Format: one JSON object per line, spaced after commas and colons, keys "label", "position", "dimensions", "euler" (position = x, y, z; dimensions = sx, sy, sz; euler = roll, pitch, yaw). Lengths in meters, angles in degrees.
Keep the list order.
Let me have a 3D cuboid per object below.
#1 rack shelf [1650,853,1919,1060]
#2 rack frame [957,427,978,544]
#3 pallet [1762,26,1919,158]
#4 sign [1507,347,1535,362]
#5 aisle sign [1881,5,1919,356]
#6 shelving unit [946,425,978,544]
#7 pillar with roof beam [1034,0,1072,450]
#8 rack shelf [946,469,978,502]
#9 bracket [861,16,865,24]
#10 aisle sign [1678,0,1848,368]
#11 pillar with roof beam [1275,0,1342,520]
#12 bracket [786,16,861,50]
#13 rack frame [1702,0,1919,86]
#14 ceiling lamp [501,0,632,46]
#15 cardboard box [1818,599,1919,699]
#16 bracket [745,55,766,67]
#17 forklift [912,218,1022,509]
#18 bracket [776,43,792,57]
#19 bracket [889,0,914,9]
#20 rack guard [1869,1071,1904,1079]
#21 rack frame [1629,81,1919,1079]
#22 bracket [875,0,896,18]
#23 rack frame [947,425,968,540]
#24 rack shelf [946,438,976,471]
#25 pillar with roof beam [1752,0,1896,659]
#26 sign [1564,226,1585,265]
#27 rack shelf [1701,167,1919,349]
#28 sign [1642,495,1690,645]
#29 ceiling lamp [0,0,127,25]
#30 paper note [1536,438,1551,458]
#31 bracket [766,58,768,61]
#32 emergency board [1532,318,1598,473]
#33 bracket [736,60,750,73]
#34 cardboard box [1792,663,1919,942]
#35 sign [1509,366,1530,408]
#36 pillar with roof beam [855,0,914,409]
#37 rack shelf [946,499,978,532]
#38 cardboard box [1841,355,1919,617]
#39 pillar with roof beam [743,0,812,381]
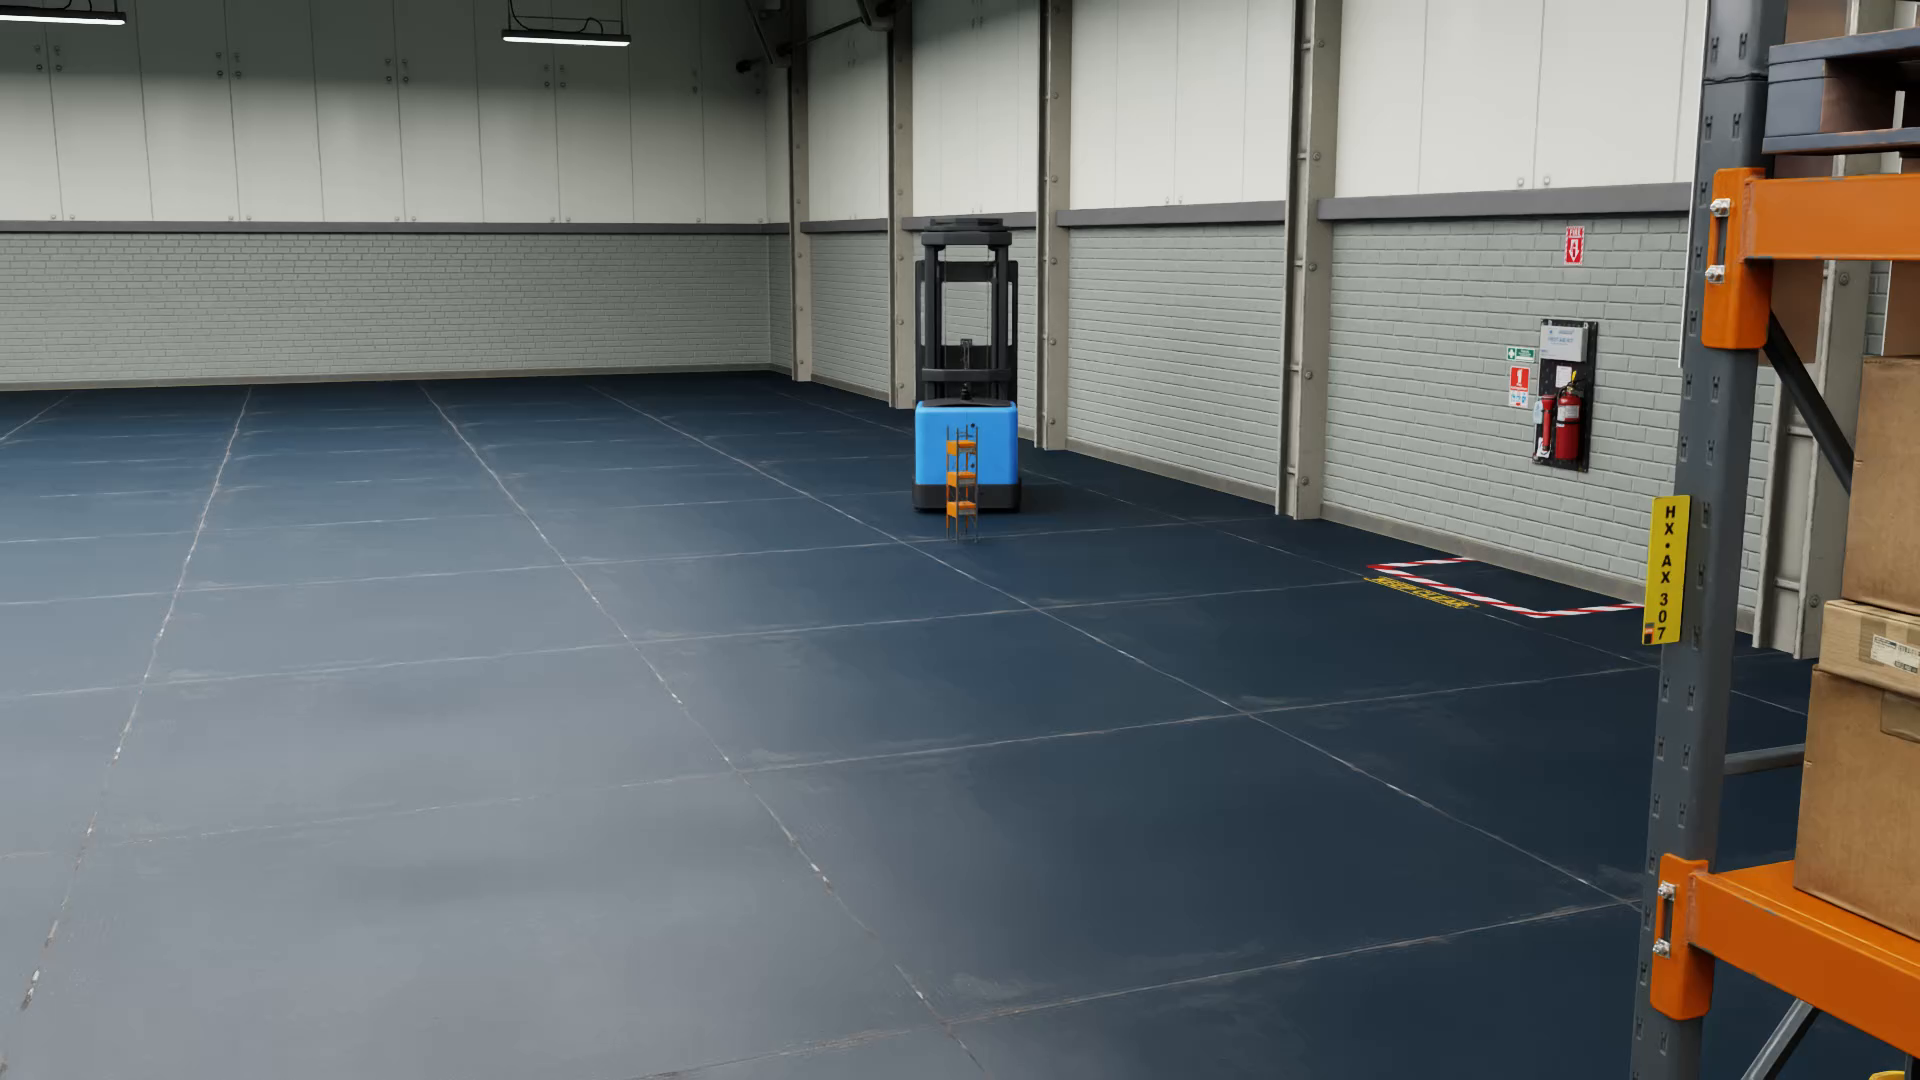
{"label": "rack shelf", "position": [2.780, 1.178, 2.119], "dimensions": [1.077, 0.370, 4.000], "euler": [-4, 11, -21]}
{"label": "rack frame", "position": [0.064, -0.488, 14.997], "dimensions": [0.200, 1.050, 0.008], "euler": [-4, 11, -21]}
{"label": "pallet", "position": [2.287, -0.819, 2.978], "dimensions": [1.003, 0.211, 1.213], "euler": [-4, 11, -21]}
{"label": "sign", "position": [4.585, -1.518, 13.603], "dimensions": [0.001, 0.109, 0.331], "euler": [-4, 11, -21]}
{"label": "aisle sign", "position": [2.305, -0.812, 3.829], "dimensions": [0.394, 0.787, 0.004], "euler": [-4, 11, -21]}
{"label": "shelving unit", "position": [0.019, -0.508, 15.109], "dimensions": [0.215, 1.050, 0.252], "euler": [-4, 11, -21]}
{"label": "pillar with roof beam", "position": [-2.805, -5.377, 19.785], "dimensions": [9.100, 9.000, 0.400], "euler": [-4, 11, -21]}
{"label": "rack shelf", "position": [0.019, -0.498, 15.111], "dimensions": [0.215, 0.259, 0.240], "euler": [-4, 11, -21]}
{"label": "bracket", "position": [-1.448, -8.447, 26.765], "dimensions": [0.235, 0.232, 0.430], "euler": [-4, 11, -21]}
{"label": "aisle sign", "position": [1.746, -0.774, 3.615], "dimensions": [0.394, 0.787, 0.004], "euler": [-4, 11, -21]}
{"label": "pillar with roof beam", "position": [-0.630, -4.398, 14.279], "dimensions": [9.100, 9.000, 0.400], "euler": [-4, 11, -21]}
{"label": "bracket", "position": [-2.388, -8.871, 29.145], "dimensions": [0.076, 0.066, 4.783], "euler": [-4, 11, -21]}
{"label": "rack frame", "position": [2.055, -2.457, 3.366], "dimensions": [1.000, 3.000, 0.127], "euler": [-4, 11, -21]}
{"label": "ceiling lamp", "position": [-6.364, -9.537, 26.505], "dimensions": [2.000, 3.185, 0.800], "euler": [-4, 11, -21]}
{"label": "cardboard box", "position": [1.996, 0.206, 3.389], "dimensions": [0.380, 0.149, 0.250], "euler": [-4, 11, -21]}
{"label": "bracket", "position": [-4.267, -9.717, 33.904], "dimensions": [0.076, 0.066, 3.189], "euler": [-4, 11, -21]}
{"label": "forklift", "position": [0.068, -1.953, 17.861], "dimensions": [1.130, 2.935, 3.031], "euler": [0, 10, 0]}
{"label": "bracket", "position": [-3.321, -9.291, 31.509], "dimensions": [0.235, 0.232, 0.430], "euler": [-4, 11, -21]}
{"label": "bracket", "position": [-0.213, -7.891, 23.639], "dimensions": [0.076, 0.066, 4.783], "euler": [-4, 11, -21]}
{"label": "rack guard", "position": [2.046, 1.724, 4.132], "dimensions": [1.175, 0.500, 0.348], "euler": [-4, 11, -21]}
{"label": "rack frame", "position": [2.055, 0.497, 3.892], "dimensions": [1.000, 3.000, 0.127], "euler": [-4, 11, -21]}
{"label": "bracket", "position": [-1.147, -8.312, 26.004], "dimensions": [0.235, 0.232, 0.430], "euler": [-4, 11, -21]}
{"label": "rack frame", "position": [-0.025, -0.528, 15.221], "dimensions": [0.200, 1.050, 0.008], "euler": [-4, 11, -21]}
{"label": "rack shelf", "position": [0.019, -0.777, 15.061], "dimensions": [0.215, 0.259, 0.240], "euler": [-4, 11, -21]}
{"label": "pillar with roof beam", "position": [1.544, -3.419, 8.773], "dimensions": [9.100, 9.000, 0.400], "euler": [-4, 11, -21]}
{"label": "sign", "position": [4.786, -2.293, 12.956], "dimensions": [0.001, 0.298, 0.199], "euler": [-4, 11, -21]}
{"label": "rack shelf", "position": [2.780, -0.299, 1.857], "dimensions": [1.077, 0.370, 4.000], "euler": [-4, 11, -21]}
{"label": "sign", "position": [1.536, 0.066, 3.616], "dimensions": [0.100, 0.325, 0.005], "euler": [-4, 11, -21]}
{"label": "ceiling lamp", "position": [-13.205, -9.072, 23.887], "dimensions": [2.000, 3.185, 0.800], "euler": [-4, 11, -21]}
{"label": "paper note", "position": [4.697, -0.743, 13.380], "dimensions": [0.016, 0.148, 0.142], "euler": [-4, 11, -21]}
{"label": "bracket", "position": [-3.622, -9.427, 32.271], "dimensions": [0.235, 0.232, 0.430], "euler": [-4, 11, -21]}
{"label": "emergency board", "position": [4.696, -1.144, 13.116], "dimensions": [0.194, 1.169, 0.643], "euler": [-4, 11, -21]}
{"label": "bracket", "position": [-4.481, -9.813, 34.446], "dimensions": [0.235, 0.232, 0.430], "euler": [-4, 11, -21]}
{"label": "cardboard box", "position": [2.212, 0.525, 3.450], "dimensions": [0.700, 0.500, 0.500], "euler": [-4, 11, -21]}
{"label": "sign", "position": [4.592, -1.258, 13.657], "dimensions": [0.001, 0.329, 0.234], "euler": [-4, 11, -21]}
{"label": "pillar with roof beam", "position": [-4.979, -6.357, 25.290], "dimensions": [9.100, 9.000, 0.548], "euler": [-4, 11, -21]}
{"label": "rack shelf", "position": [0.019, -0.224, 15.159], "dimensions": [0.215, 0.259, 0.240], "euler": [-4, 11, -21]}
{"label": "cardboard box", "position": [2.231, -0.105, 3.288], "dimensions": [0.700, 0.500, 0.500], "euler": [-4, 11, -21]}
{"label": "pillar with roof beam", "position": [-7.153, -7.336, 30.796], "dimensions": [9.100, 9.000, 0.548], "euler": [-4, 11, -21]}
